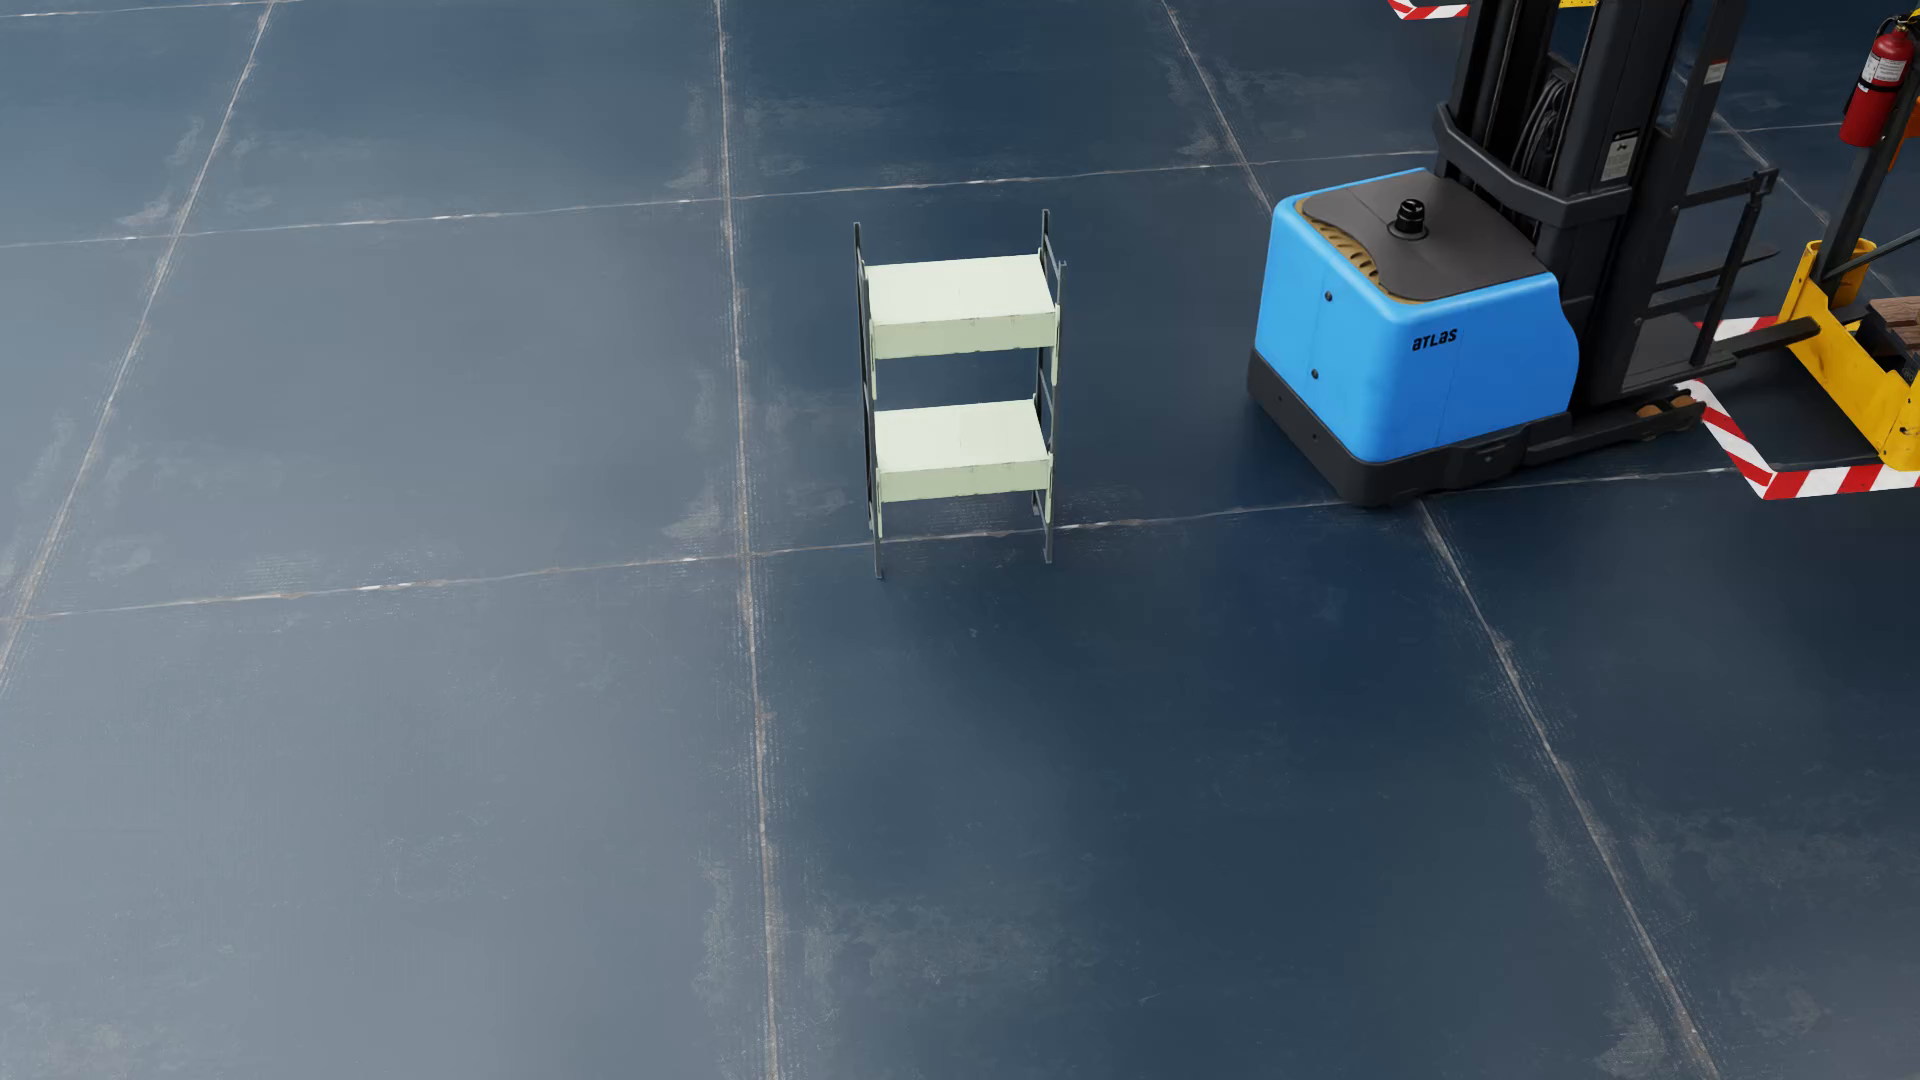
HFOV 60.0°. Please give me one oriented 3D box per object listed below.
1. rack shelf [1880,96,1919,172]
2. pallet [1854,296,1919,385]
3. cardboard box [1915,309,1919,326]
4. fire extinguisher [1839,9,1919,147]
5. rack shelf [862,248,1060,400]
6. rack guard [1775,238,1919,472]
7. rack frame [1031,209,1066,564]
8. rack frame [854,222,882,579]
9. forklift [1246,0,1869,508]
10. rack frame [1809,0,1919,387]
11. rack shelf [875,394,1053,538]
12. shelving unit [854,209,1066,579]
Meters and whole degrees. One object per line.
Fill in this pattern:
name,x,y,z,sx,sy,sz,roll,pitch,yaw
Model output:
rack shelf,6.262,-1.724,7.459,4.000,0.370,1.077,-5,42,-6
pallet,5.164,-0.836,8.019,1.213,0.211,1.003,-5,42,-6
cardboard box,4.900,-1.088,7.770,0.500,0.500,0.500,2,42,2
fire extinguisher,4.106,-2.085,7.380,0.183,0.674,0.296,-5,42,-6
rack shelf,-0.007,-0.846,6.486,0.720,0.370,0.431,-5,42,-6
rack guard,4.354,-0.896,7.870,0.348,0.500,1.175,-5,42,-6
rack frame,0.356,-0.588,6.782,0.023,1.500,0.400,-5,42,-6
rack frame,-0.370,-0.525,6.712,0.023,1.500,0.400,-5,42,-6
forklift,2.935,-1.864,7.128,3.031,2.935,1.130,-15,44,-16
rack frame,4.279,-1.817,7.025,0.127,3.000,1.000,-5,42,-6
rack shelf,-0.007,-0.314,6.965,0.720,0.370,0.431,-5,42,-6
shelving unit,-0.007,-0.556,6.747,0.755,1.500,0.431,-5,42,-6
